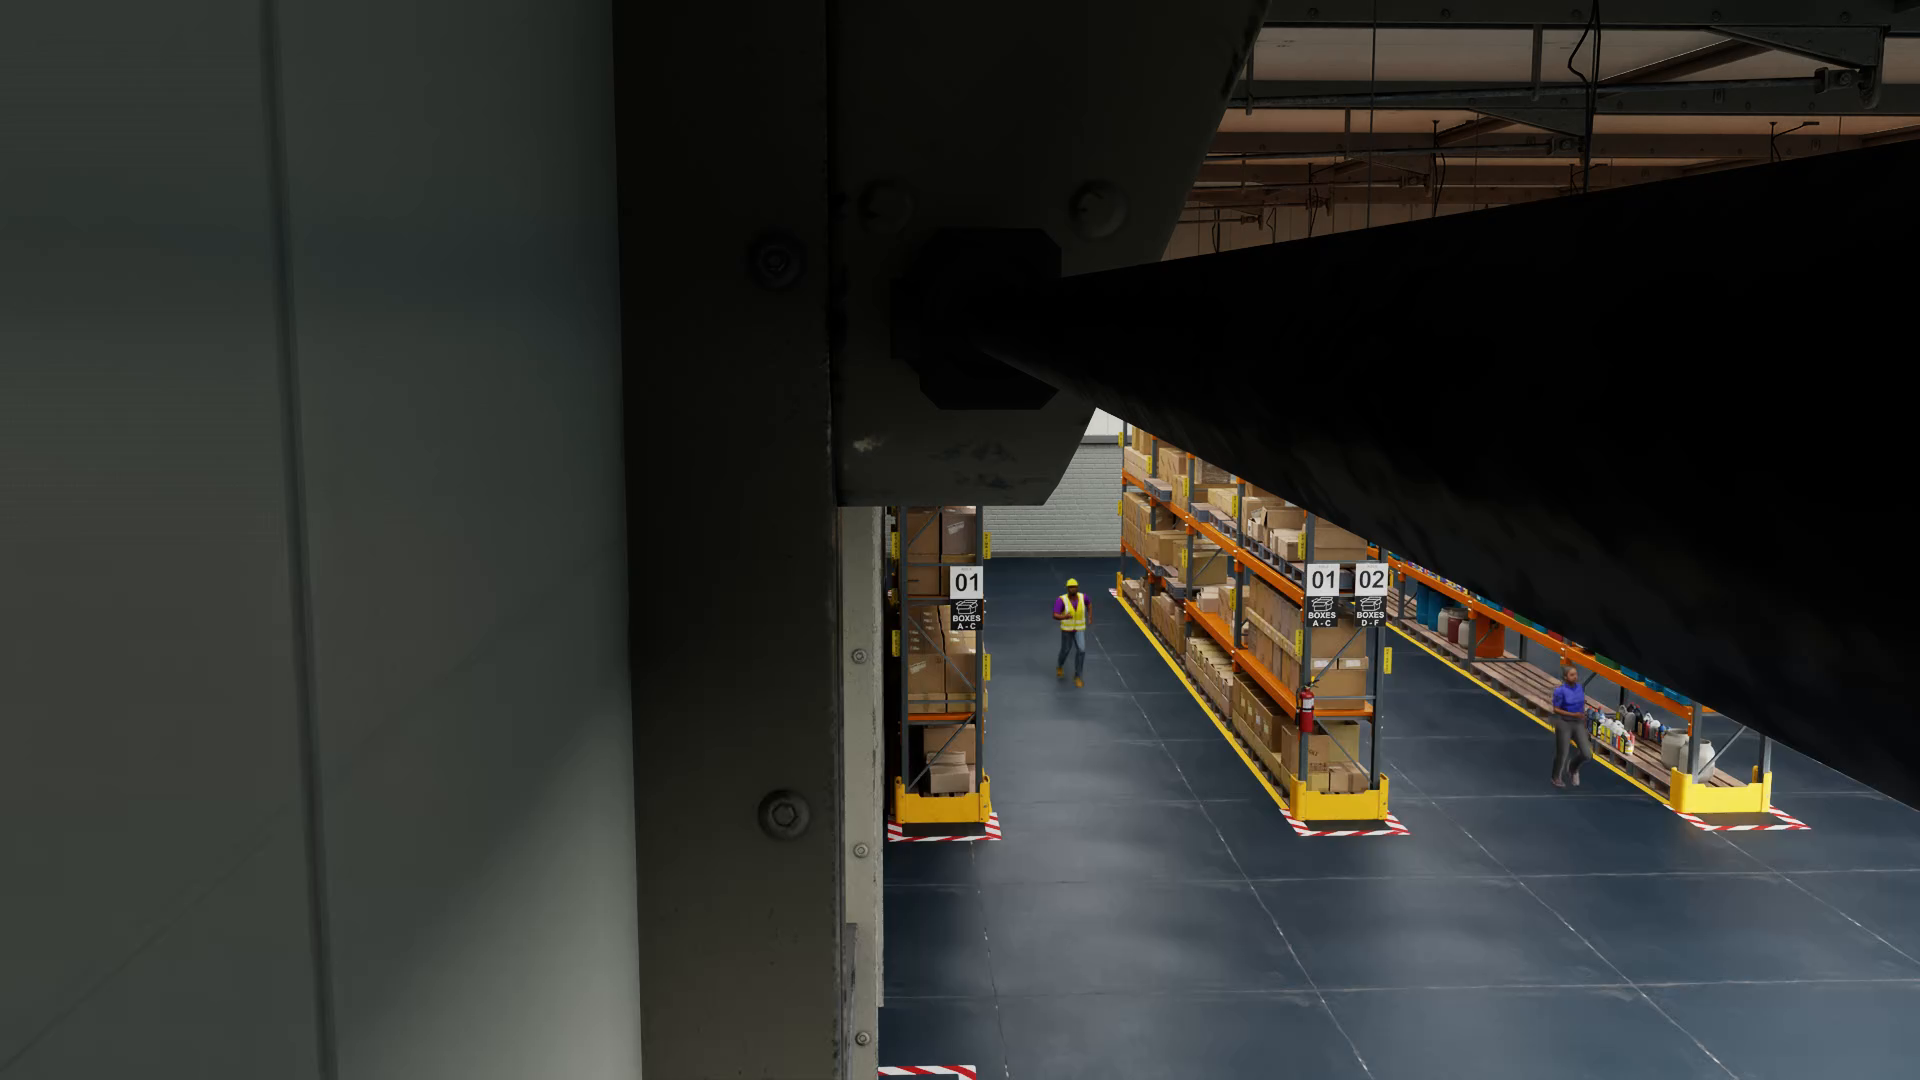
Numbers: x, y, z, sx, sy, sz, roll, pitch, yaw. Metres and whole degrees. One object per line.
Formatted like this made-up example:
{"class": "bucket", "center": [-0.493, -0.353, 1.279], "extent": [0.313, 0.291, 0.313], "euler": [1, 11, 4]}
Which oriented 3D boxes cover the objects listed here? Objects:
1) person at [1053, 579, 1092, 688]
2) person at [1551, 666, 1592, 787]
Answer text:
{"class": "person", "center": [1.894, 1.535, 28.007], "extent": [0.710, 1.820, 0.906], "euler": [-1, 8, -8]}
{"class": "person", "center": [8.039, 2.474, 21.804], "extent": [0.577, 1.625, 0.629], "euler": [-2, 8, -13]}
